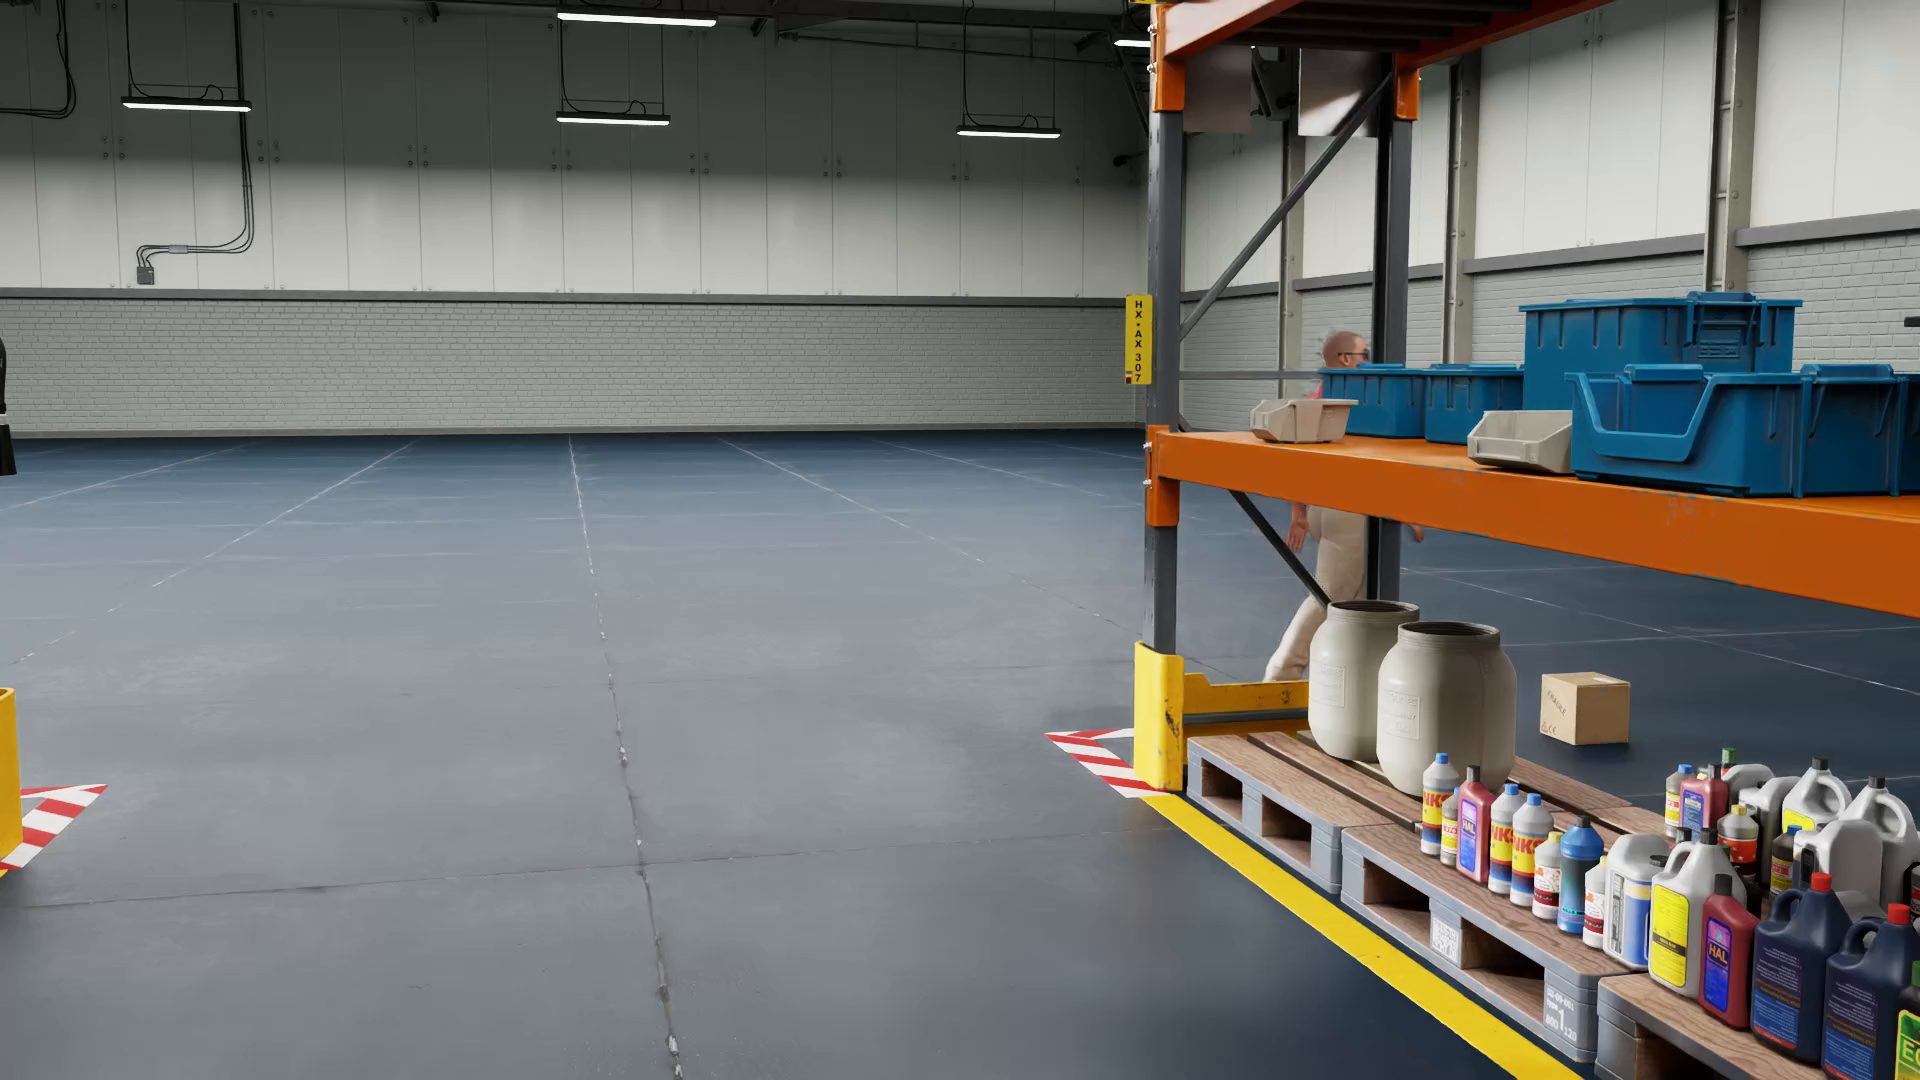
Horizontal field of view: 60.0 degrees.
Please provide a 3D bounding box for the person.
[{"bbox_3d":[1.850,-0.122,7.613,1.038,1.659,0.571,-1,6,-13],"label":"person"}]
